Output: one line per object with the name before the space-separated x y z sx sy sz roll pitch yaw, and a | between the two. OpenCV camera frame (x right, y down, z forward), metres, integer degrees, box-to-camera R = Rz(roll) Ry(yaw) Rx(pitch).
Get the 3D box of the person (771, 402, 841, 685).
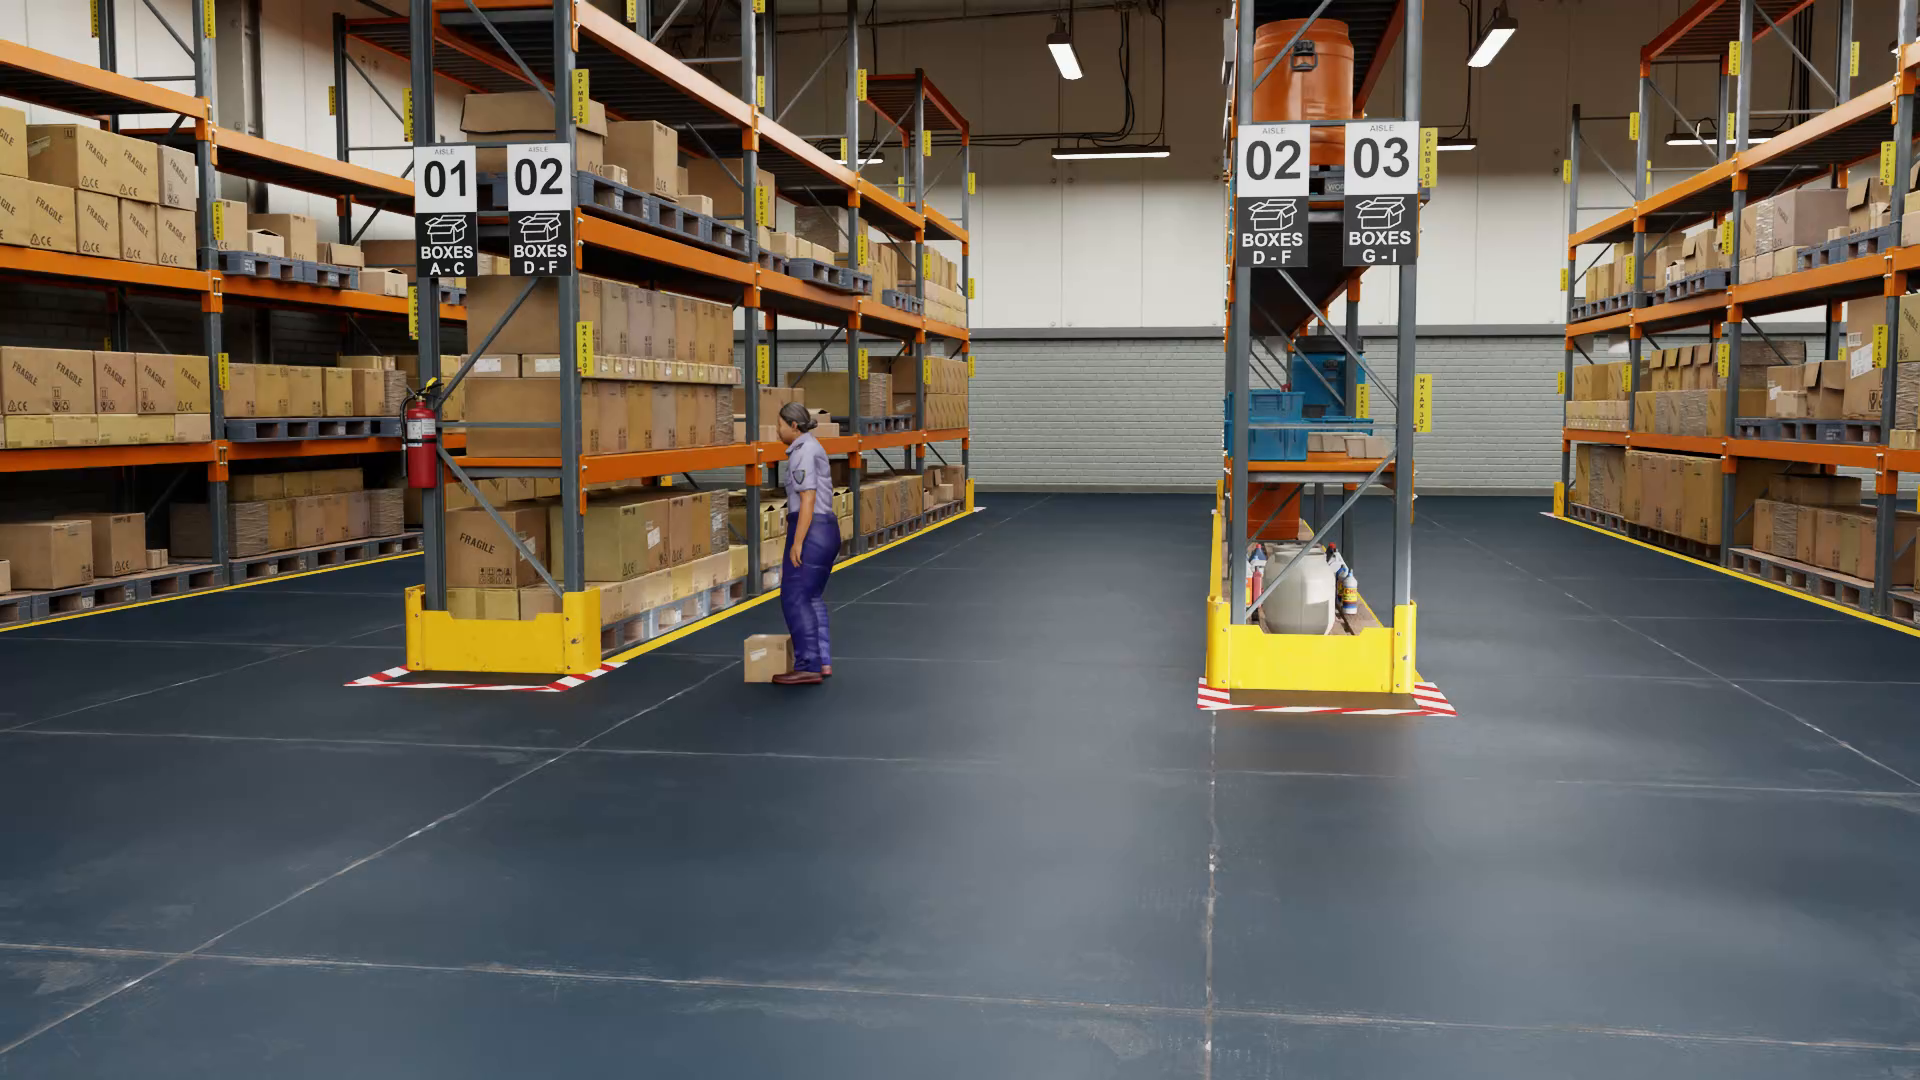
person | -0.904 0.012 9.831 0.376 1.646 0.549 0 5 6
